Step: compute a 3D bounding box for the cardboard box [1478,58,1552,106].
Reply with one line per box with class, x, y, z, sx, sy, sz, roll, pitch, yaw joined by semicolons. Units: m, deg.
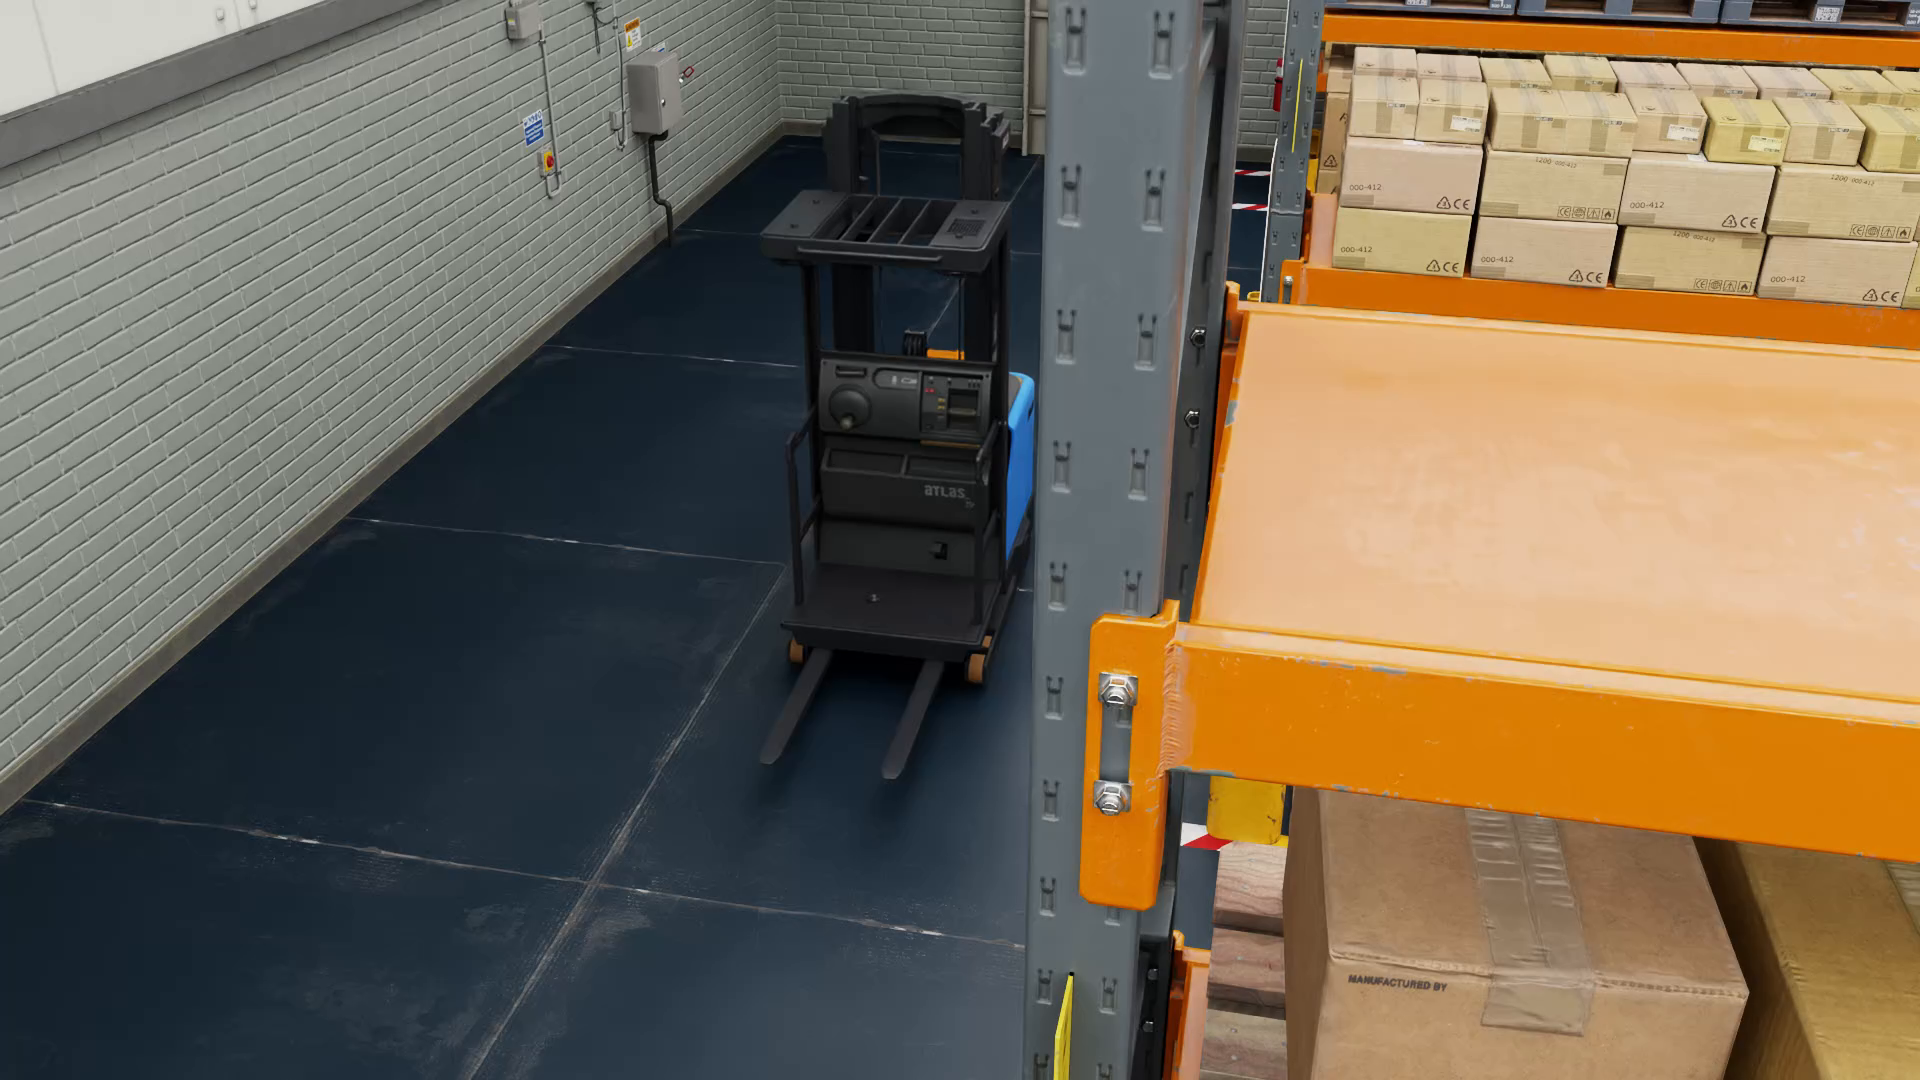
cardboard box;2.233;-1.831;6.730;0.250;0.149;0.380;5;29;9

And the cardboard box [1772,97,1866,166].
cardboard box;3.156;-1.513;6.150;0.250;0.149;0.380;7;29;12

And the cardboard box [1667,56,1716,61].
cardboard box;6.705;-4.445;15.253;0.500;0.250;0.500;7;29;12

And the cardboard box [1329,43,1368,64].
cardboard box;2.702;-3.338;11.565;0.250;0.149;0.380;6;29;11

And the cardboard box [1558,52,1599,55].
cardboard box;5.727;-4.544;15.435;0.500;0.250;0.500;6;29;10

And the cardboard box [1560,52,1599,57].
cardboard box;4.214;-3.201;11.314;0.250;0.149;0.380;7;29;12

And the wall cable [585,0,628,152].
wall cable;-2.925;-4.180;13.866;0.122;1.984;0.588;6;29;11

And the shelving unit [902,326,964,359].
shelving unit;-0.087;-0.730;10.496;0.503;1.200;0.258;5;29;10

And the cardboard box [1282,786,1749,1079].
cardboard box;0.759;0.580;2.460;0.500;0.500;0.700;4;29;7

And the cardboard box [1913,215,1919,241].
cardboard box;3.764;-1.281;6.140;0.500;0.250;0.500;7;29;13

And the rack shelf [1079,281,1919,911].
rack shelf;2.195;0.201;1.840;4.000;0.370;1.077;6;29;11

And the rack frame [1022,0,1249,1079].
rack frame;0.240;-0.491;1.937;0.127;3.000;1.000;6;29;11

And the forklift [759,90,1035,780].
forklift;-0.334;-0.700;8.639;1.130;2.935;3.031;6;29;10

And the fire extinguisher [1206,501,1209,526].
fire extinguisher;1.224;-0.223;8.164;0.183;0.674;0.296;6;29;11

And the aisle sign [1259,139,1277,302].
aisle sign;1.240;-1.185;6.746;0.004;0.787;0.394;6;29;11

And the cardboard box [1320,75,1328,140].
cardboard box;2.830;-3.059;11.731;0.500;0.500;0.500;7;29;12

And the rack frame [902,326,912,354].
rack frame;-0.326;-0.752;10.537;0.015;1.200;0.240;5;29;10

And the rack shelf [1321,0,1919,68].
rack shelf;4.265;-3.313;10.965;4.000;0.370;1.077;6;29;11

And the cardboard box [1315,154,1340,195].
cardboard box;2.719;-2.374;11.521;0.500;0.500;0.500;6;29;10

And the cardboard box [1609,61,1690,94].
cardboard box;2.749;-1.802;6.676;0.250;0.149;0.380;5;29;9

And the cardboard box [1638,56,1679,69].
cardboard box;4.707;-3.137;11.198;0.250;0.149;0.380;6;29;10

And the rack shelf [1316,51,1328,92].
rack shelf;5.298;-4.328;15.944;4.000;0.370;1.077;6;29;11

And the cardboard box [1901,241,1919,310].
cardboard box;3.767;-1.056;6.249;0.500;0.250;0.500;6;29;10

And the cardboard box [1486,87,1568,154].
cardboard box;2.139;-1.588;6.285;0.250;0.149;0.380;6;29;10

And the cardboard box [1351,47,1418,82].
cardboard box;1.761;-1.927;6.905;0.250;0.149;0.380;6;29;10

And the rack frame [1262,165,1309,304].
rack frame;1.374;-0.178;7.614;0.127;3.000;1.000;6;29;11

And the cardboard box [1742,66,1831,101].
cardboard box;3.261;-1.762;6.604;0.250;0.149;0.380;5;29;9

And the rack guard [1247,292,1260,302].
rack guard;2.286;-1.419;12.484;0.348;0.500;1.175;6;29;11

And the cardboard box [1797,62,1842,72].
cardboard box;5.712;-3.051;11.040;0.250;0.149;0.380;6;29;11

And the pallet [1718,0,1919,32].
pallet;5.423;-3.476;10.606;1.213;0.211;1.003;6;29;11

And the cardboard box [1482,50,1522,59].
cardboard box;3.704;-3.234;11.374;0.250;0.149;0.380;6;29;10

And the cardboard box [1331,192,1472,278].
cardboard box;1.760;-1.263;6.628;0.500;0.250;0.500;7;29;12

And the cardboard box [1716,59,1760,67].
cardboard box;5.223;-3.110;11.149;0.250;0.149;0.380;6;29;10

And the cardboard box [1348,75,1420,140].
cardboard box;1.643;-1.683;6.459;0.250;0.149;0.380;6;29;10

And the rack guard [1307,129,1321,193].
rack guard;3.416;-3.741;16.724;0.348;0.500;1.175;6;29;11

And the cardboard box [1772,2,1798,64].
cardboard box;7.680;-4.518;14.999;0.500;0.500;0.700;7;29;12

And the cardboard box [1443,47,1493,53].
cardboard box;4.719;-4.638;15.606;0.500;0.250;0.500;5;29;10

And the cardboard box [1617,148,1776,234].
cardboard box;2.751;-1.373;6.309;0.500;0.250;0.500;6;29;11

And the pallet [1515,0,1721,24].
pallet;4.233;-3.599;10.831;1.213;0.211;1.003;6;29;11

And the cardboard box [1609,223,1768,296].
cardboard box;2.780;-1.163;6.445;0.500;0.250;0.500;5;29;9

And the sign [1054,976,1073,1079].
sign;0.118;0.667;1.954;0.005;0.325;0.100;6;29;11

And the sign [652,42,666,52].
sign;-2.728;-4.251;15.151;0.001;0.494;0.329;6;29;11

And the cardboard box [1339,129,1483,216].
cardboard box;1.759;-1.481;6.505;0.500;0.250;0.500;6;29;11

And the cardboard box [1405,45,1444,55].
cardboard box;3.225;-3.338;11.564;0.250;0.149;0.380;6;29;10

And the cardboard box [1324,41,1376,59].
cardboard box;3.729;-4.737;15.788;0.500;0.250;0.500;6;29;11

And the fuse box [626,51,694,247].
fuse box;-2.629;-3.474;14.976;0.414;1.711;0.539;6;29;11

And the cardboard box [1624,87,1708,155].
cardboard box;2.651;-1.587;6.283;0.250;0.149;0.380;7;29;12

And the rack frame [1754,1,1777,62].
rack frame;7.254;-4.443;15.405;0.127;3.000;1.000;6;29;11
